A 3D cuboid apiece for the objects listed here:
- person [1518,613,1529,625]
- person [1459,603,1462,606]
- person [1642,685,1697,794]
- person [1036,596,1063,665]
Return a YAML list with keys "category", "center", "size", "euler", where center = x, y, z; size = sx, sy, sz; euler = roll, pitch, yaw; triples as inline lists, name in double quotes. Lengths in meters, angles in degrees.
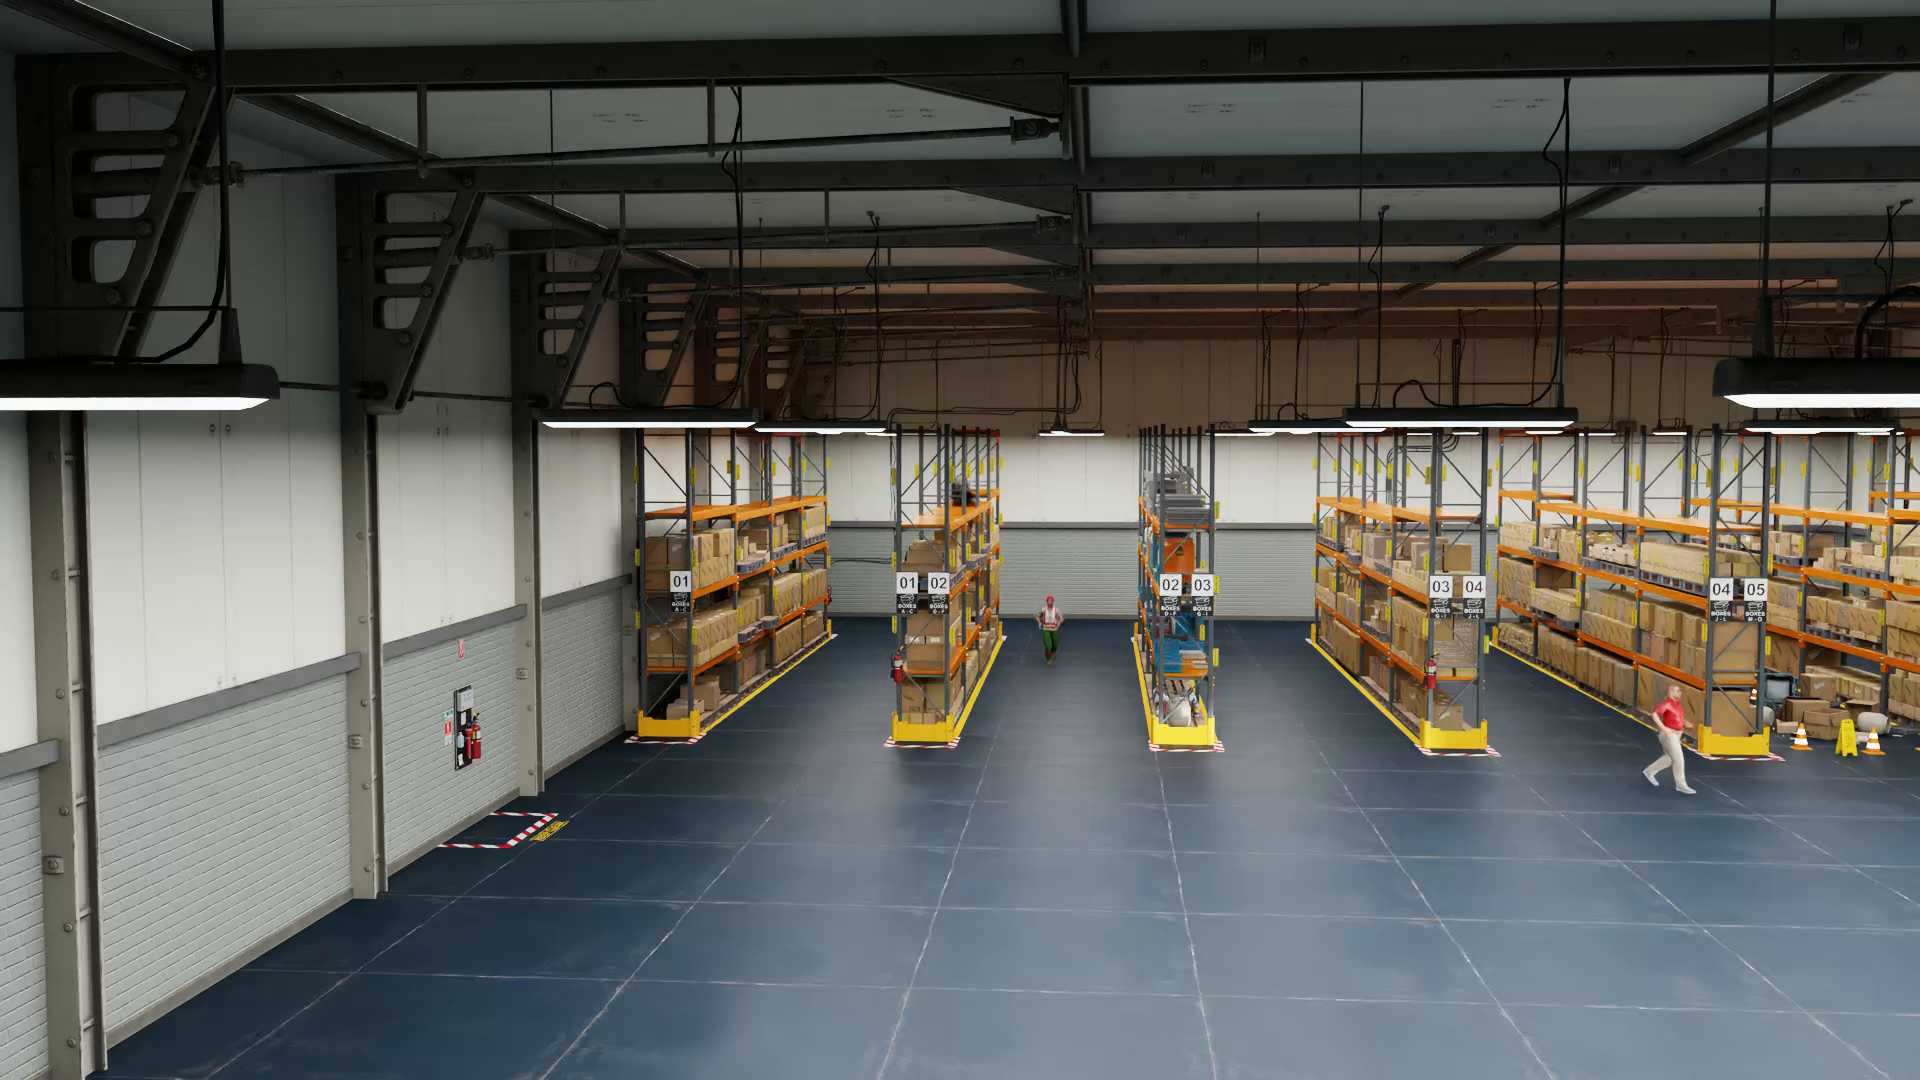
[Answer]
- category: "person"
  center: [16.135, 1.990, 47.502]
  size: [0.759, 1.675, 0.543]
  euler: [-3, 5, -41]
- category: "person"
  center: [13.883, 2.052, 46.947]
  size: [0.532, 1.623, 0.632]
  euler: [-2, 4, -34]
- category: "person"
  center: [11.538, 3.206, 26.994]
  size: [0.876, 1.726, 0.679]
  euler: [3, 4, 39]
- category: "person"
  center: [2.281, 2.286, 42.212]
  size: [0.687, 1.746, 0.738]
  euler: [0, 3, 1]
